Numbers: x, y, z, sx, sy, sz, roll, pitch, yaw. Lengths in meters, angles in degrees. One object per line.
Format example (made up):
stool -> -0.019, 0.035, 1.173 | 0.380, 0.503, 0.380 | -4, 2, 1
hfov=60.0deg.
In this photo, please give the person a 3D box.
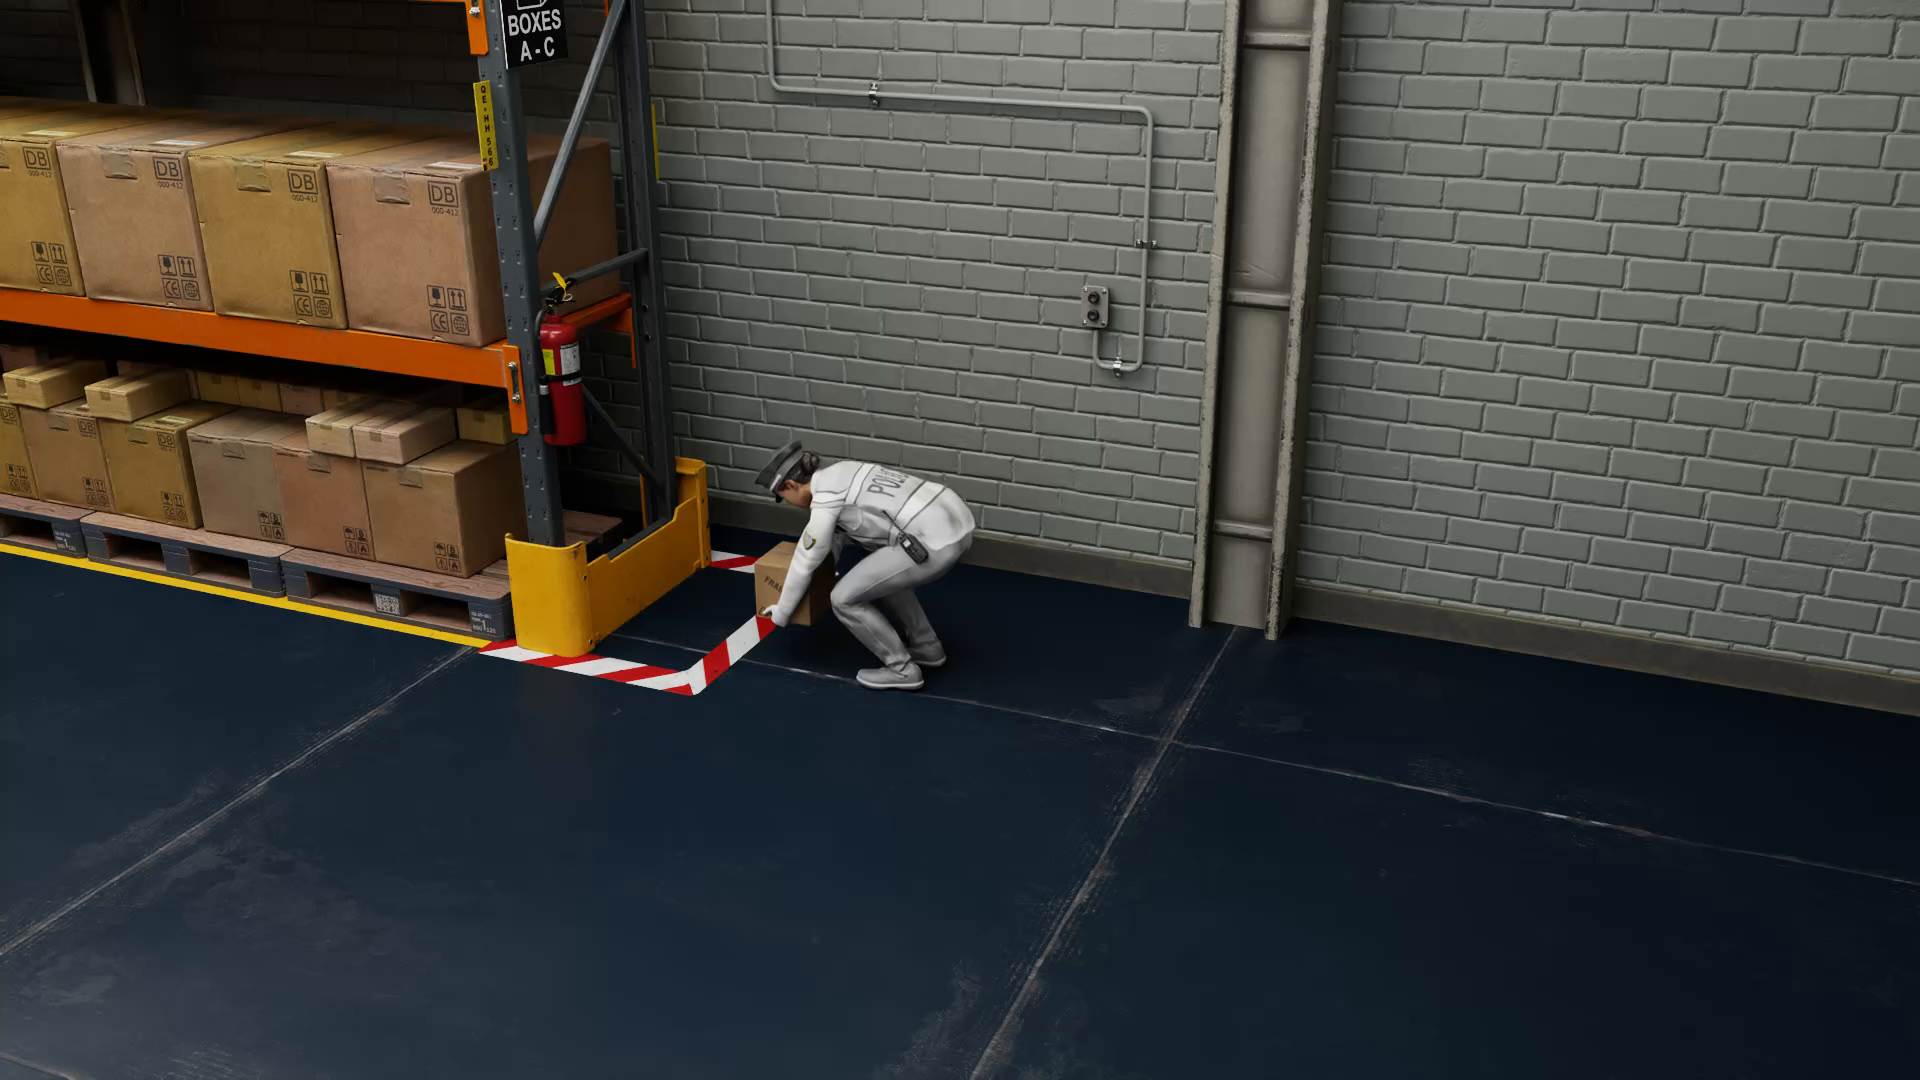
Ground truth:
person -> -0.395, 0.085, 6.793 | 0.908, 0.977, 0.468 | 8, 24, 18
